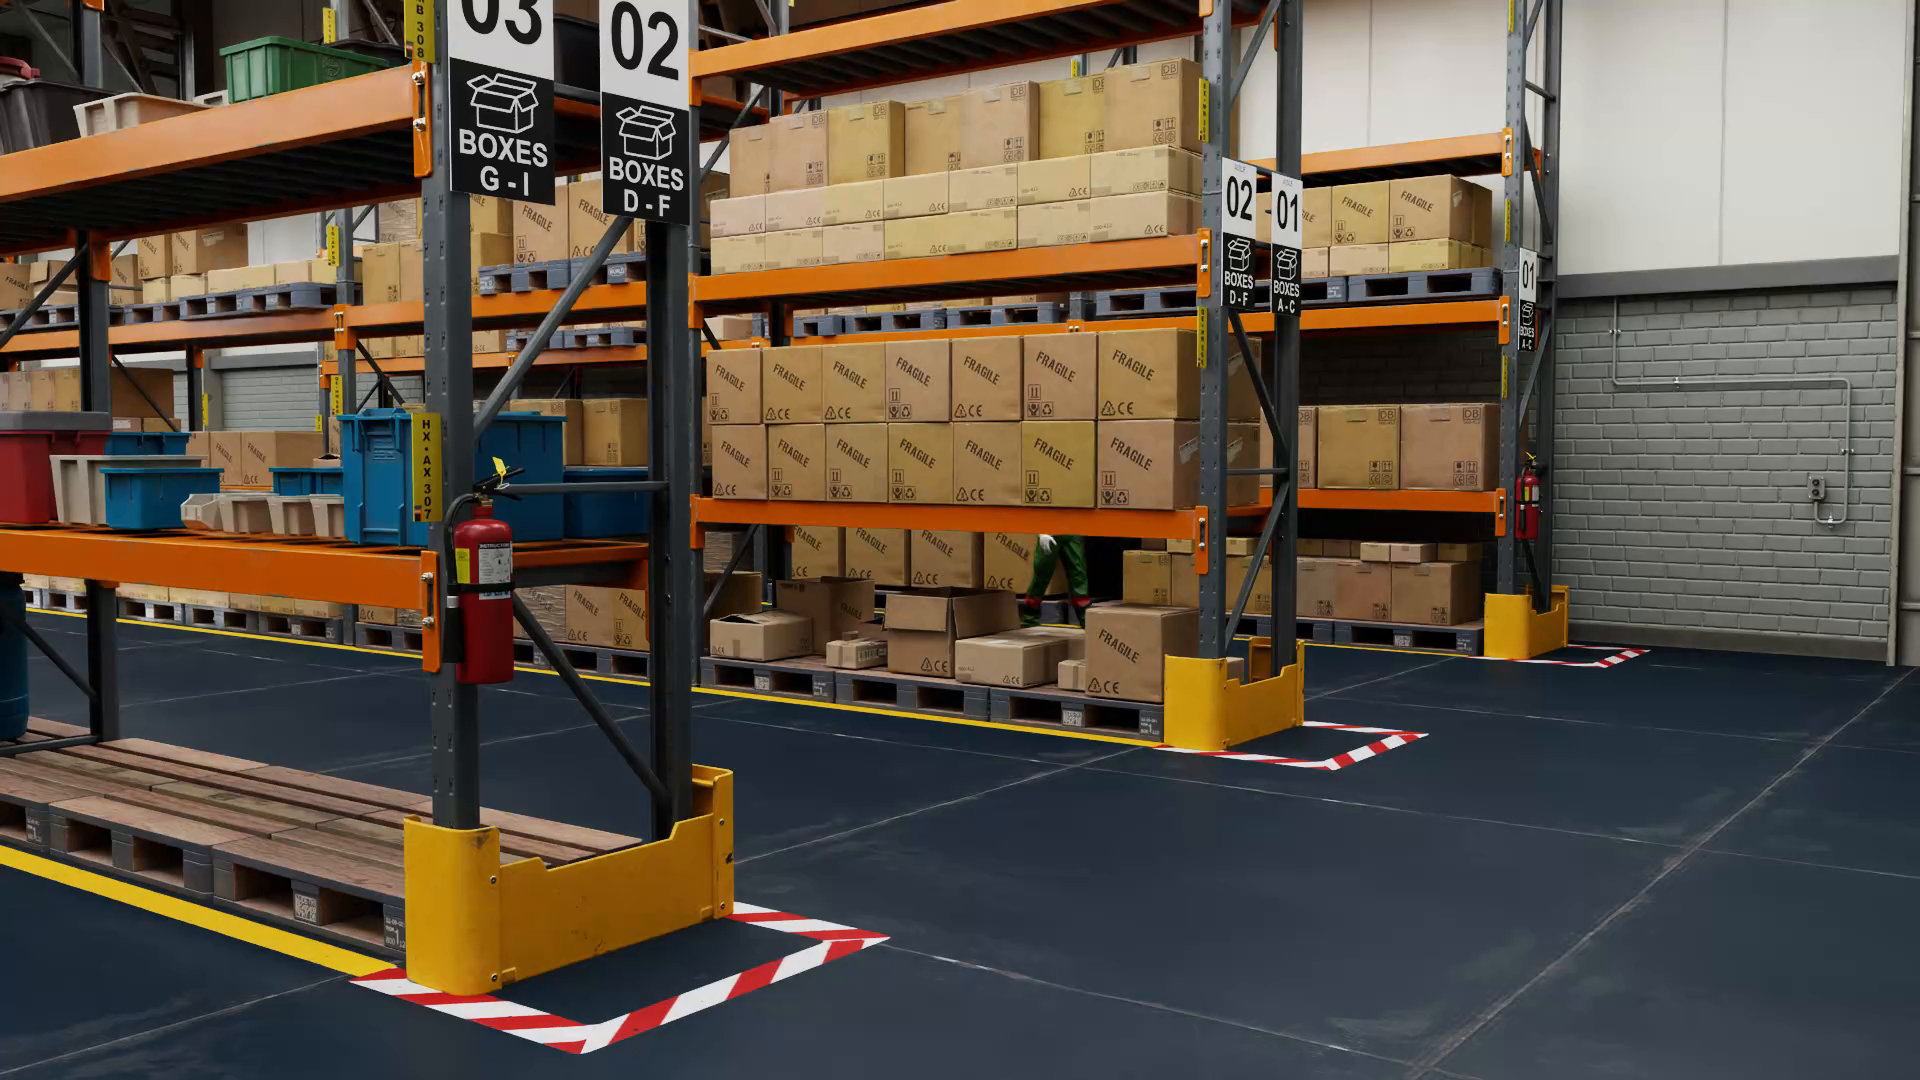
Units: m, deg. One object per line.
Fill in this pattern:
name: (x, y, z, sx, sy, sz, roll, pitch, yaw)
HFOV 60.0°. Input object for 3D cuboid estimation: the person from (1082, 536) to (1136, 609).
person: (1.256, -0.008, 14.072, 0.415, 1.851, 0.566, 2, 4, 38)
